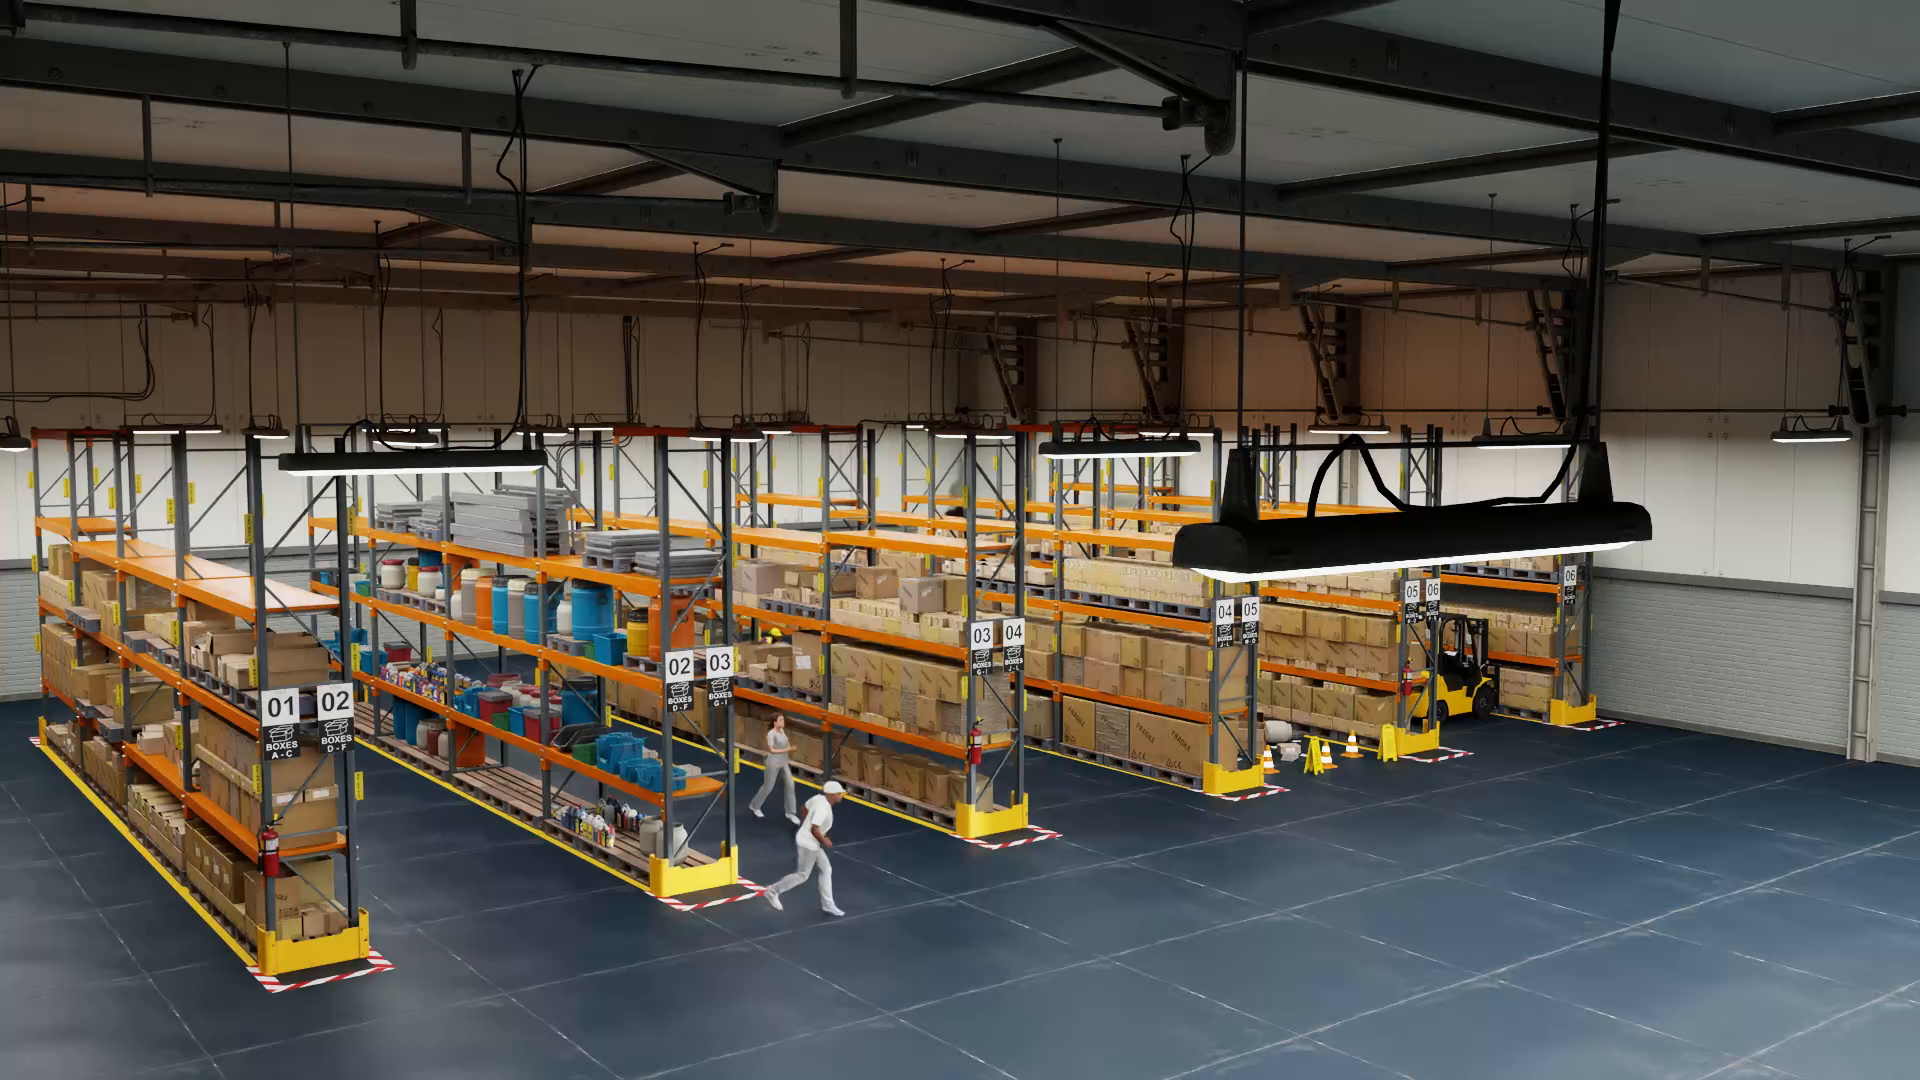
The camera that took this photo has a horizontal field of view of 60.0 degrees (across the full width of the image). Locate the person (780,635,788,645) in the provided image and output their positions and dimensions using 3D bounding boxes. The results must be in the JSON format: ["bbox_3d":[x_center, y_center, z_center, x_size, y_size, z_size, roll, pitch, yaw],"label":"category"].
[{"bbox_3d":[-4.570,2.213,41.983,0.743,1.784,0.795,1,5,10],"label":"person"}]

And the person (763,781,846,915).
[{"bbox_3d":[-1.944,3.872,20.808,1.046,1.712,0.733,-1,5,-12],"label":"person"}]

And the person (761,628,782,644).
[{"bbox_3d":[-4.235,2.695,36.312,0.836,1.577,0.734,3,6,36],"label":"person"}]

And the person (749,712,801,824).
[{"bbox_3d":[-2.839,3.473,25.493,0.909,1.692,0.543,3,5,29],"label":"person"}]
